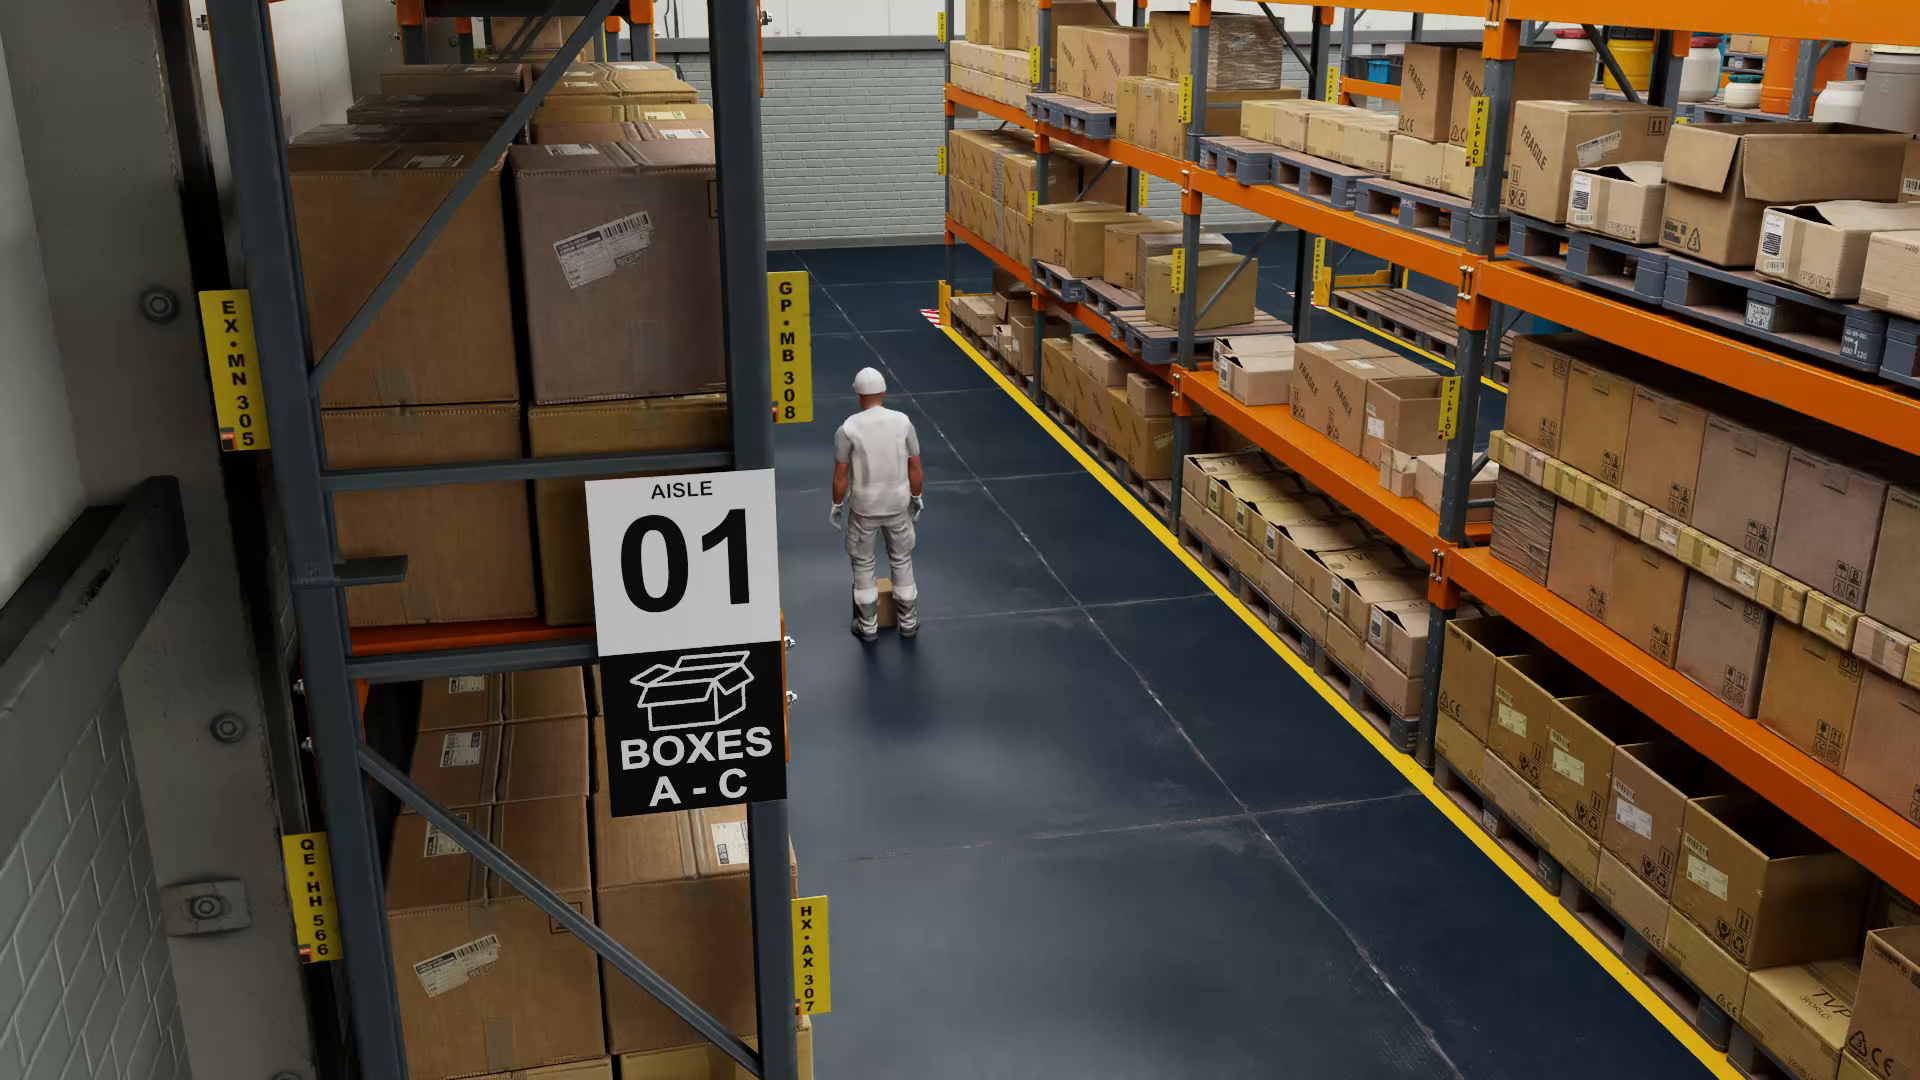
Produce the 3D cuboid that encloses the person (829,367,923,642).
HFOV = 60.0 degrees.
[{"bbox_3d":[-0.530,-0.222,10.673,0.623,1.780,0.448,-5,20,-15],"label":"person"}]
